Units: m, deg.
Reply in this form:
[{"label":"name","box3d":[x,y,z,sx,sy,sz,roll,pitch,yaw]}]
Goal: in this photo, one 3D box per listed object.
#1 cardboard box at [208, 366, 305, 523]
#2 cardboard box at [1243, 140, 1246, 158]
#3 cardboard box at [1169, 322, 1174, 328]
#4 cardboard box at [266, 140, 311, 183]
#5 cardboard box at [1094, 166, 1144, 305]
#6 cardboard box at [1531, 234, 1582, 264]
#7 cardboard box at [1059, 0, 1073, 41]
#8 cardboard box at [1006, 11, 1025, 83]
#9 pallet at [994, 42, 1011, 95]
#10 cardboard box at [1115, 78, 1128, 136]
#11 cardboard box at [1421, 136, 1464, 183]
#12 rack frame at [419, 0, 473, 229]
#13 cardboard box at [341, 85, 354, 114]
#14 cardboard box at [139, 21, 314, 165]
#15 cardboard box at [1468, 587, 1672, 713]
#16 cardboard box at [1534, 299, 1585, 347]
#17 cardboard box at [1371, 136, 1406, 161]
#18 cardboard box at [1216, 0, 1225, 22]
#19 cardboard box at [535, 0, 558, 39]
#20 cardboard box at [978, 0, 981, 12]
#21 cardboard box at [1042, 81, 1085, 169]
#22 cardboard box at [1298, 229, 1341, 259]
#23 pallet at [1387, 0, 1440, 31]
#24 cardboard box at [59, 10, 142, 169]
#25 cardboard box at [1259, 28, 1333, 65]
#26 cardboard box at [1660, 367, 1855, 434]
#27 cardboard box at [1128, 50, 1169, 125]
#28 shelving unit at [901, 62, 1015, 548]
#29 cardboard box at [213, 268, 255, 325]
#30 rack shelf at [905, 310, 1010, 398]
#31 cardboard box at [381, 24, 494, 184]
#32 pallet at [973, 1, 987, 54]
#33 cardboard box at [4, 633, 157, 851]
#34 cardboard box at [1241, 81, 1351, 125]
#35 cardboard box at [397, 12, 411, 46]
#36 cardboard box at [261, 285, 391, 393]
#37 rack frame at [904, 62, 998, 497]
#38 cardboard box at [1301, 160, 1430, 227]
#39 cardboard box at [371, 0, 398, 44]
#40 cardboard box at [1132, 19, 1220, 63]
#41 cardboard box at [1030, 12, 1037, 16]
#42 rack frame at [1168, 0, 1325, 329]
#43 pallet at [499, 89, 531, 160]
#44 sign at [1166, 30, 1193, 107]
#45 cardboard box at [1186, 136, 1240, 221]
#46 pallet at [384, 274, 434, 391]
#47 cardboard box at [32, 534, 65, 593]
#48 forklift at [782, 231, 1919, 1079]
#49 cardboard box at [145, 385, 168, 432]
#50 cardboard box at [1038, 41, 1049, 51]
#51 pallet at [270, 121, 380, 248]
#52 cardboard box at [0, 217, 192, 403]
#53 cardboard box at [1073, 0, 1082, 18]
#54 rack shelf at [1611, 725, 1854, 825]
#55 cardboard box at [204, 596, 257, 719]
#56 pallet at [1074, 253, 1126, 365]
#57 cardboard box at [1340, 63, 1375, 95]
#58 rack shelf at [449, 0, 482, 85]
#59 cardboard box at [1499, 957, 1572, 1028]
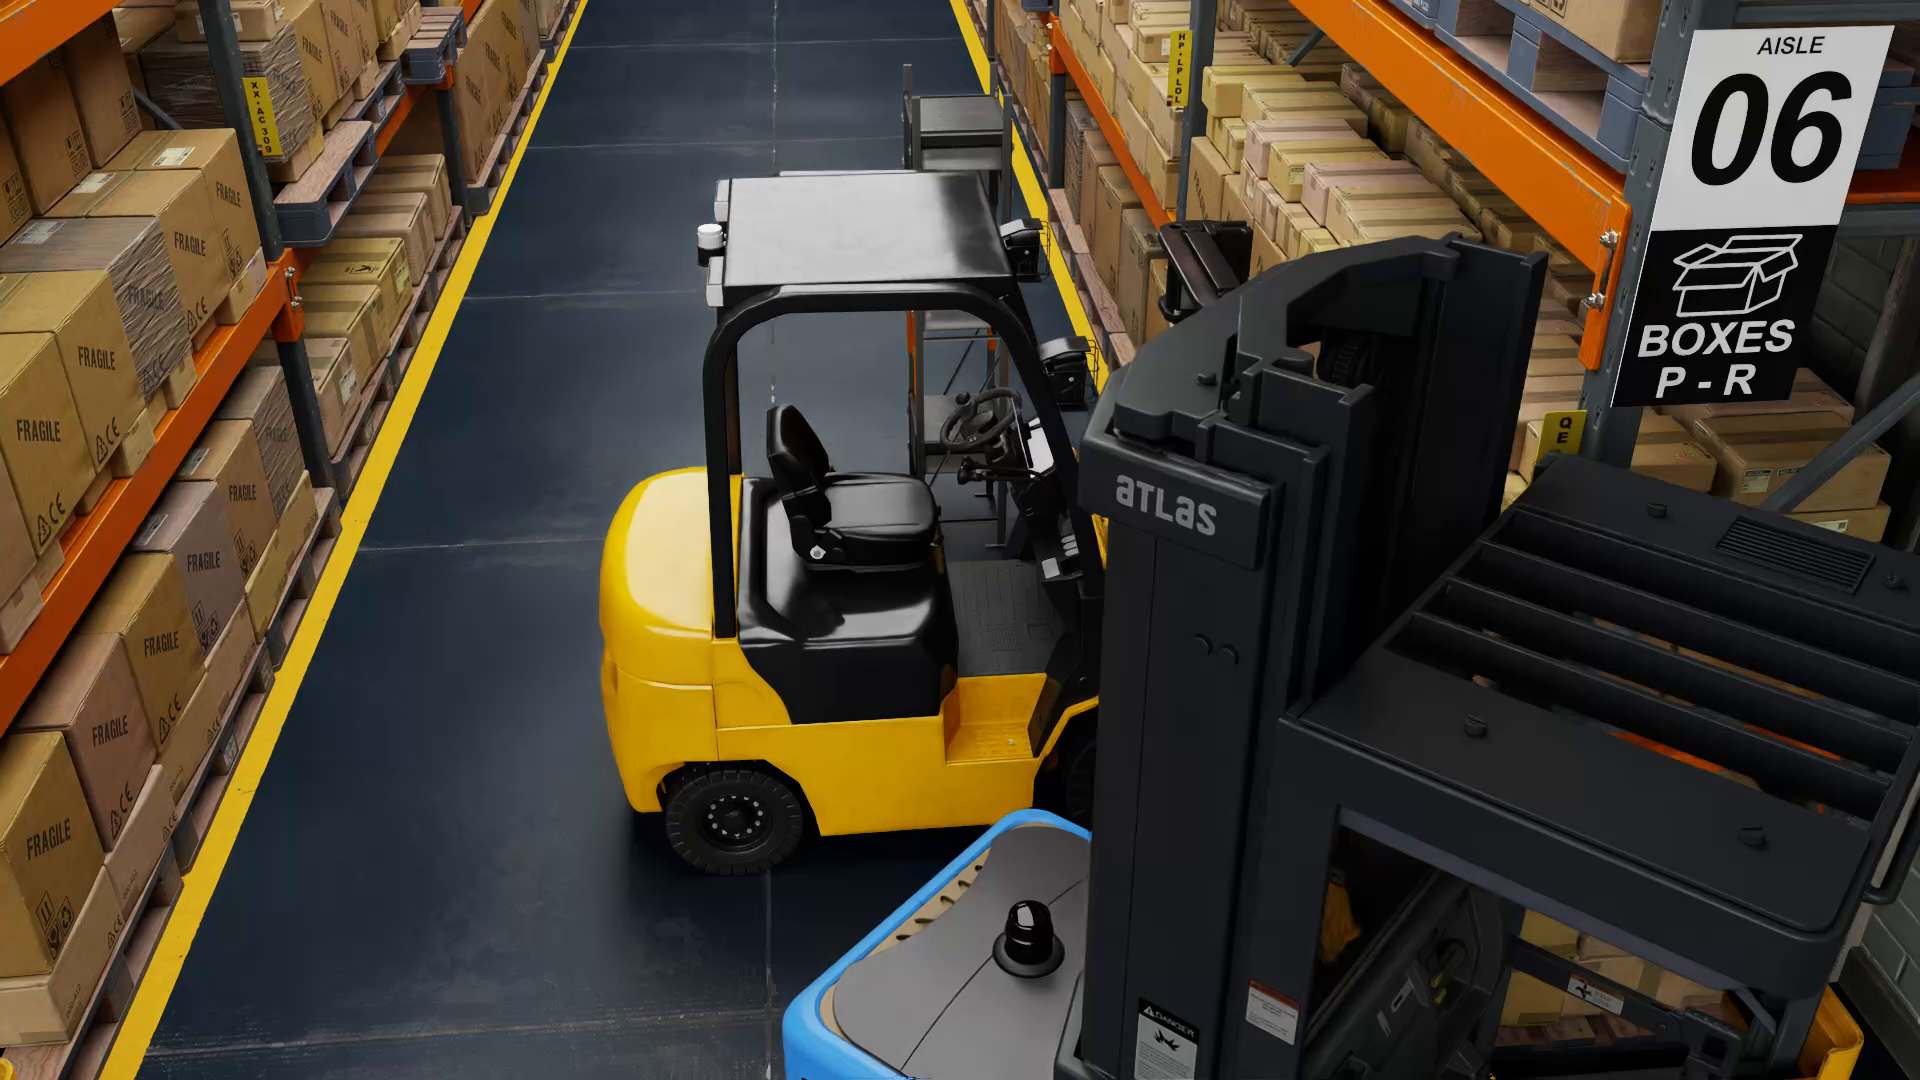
[{"label":"cardboard box","box3d":[-3.130,-0.395,7.027,0.500,0.500,0.500,-3,31,-5]},{"label":"cardboard box","box3d":[1.335,-1.485,6.581,0.380,0.149,0.250,-3,31,-5]},{"label":"cardboard box","box3d":[1.222,-0.770,7.410,0.500,0.250,0.500,-3,31,-5]},{"label":"cardboard box","box3d":[-3.189,-1.733,7.561,0.380,0.149,0.250,-2,31,-4]},{"label":"cardboard box","box3d":[1.293,-1.810,9.761,0.875,0.625,0.625,-4,31,-7]},{"label":"cardboard box","box3d":[2.031,-0.860,5.244,0.380,0.149,0.250,-3,31,-6]},{"label":"cardboard box","box3d":[0.914,-3.342,10.566,0.500,0.250,0.500,-3,31,-4]},{"label":"cardboard box","box3d":[0.665,-4.010,13.566,0.500,0.500,0.500,-4,31,-6]},{"label":"pallet","box3d":[0.856,-4.076,14.369,1.003,0.211,1.213,-3,31,-5]},{"label":"cardboard box","box3d":[1.114,-2.294,8.812,0.500,0.250,0.500,-3,31,-4]},{"label":"cardboard box","box3d":[1.930,-1.380,6.116,0.380,0.149,0.250,-3,31,-5]},{"label":"rack frame","box3d":[-3.826,-3.405,10.526,1.000,3.000,0.127,-3,31,-5]},{"label":"cardboard box","box3d":[-3.310,-2.261,8.446,0.380,0.149,0.250,-3,31,-4]},{"label":"cardboard box","box3d":[-3.210,-1.967,7.321,0.500,0.500,0.500,-2,31,-3]},{"label":"cardboard box","box3d":[1.556,0.158,4.463,0.500,0.500,0.500,-3,31,-6]},{"label":"cardboard box","box3d":[1.565,-0.570,4.758,0.380,0.149,0.250,-3,31,-4]},{"label":"cardboard box","box3d":[1.850,-1.511,6.624,0.380,0.149,0.250,-2,31,-3]},{"label":"cardboard box","box3d":[1.574,-2.894,8.940,0.380,0.149,0.250,-2,31,-4]},{"label":"cardboard box","box3d":[-4.151,-4.853,15.039,0.875,0.438,0.875,-3,31,-5]},{"label":"cardboard box","box3d":[0.364,-5.146,15.697,0.396,0.266,0.258,-2,31,-3]},{"label":"cardboard box","box3d":[0.862,-2.958,11.804,0.500,0.500,0.500,-2,31,-3]},{"label":"cardboard box","box3d":[1.382,-0.958,5.699,0.380,0.149,0.250,-3,31,-6]},{"label":"pallet","box3d":[1.706,-1.797,4.994,1.003,0.211,1.213,-3,31,-5]},{"label":"cardboard box","box3d":[-3.627,-1.728,6.355,0.700,0.500,0.500,-3,31,-5]},{"label":"cardboard box","box3d":[1.675,-2.381,8.081,0.380,0.149,0.250,-3,31,-5]},{"label":"cardboard box","box3d":[2.082,-0.330,4.357,0.380,0.149,0.250,-2,31,-3]},{"label":"cardboard box","box3d":[1.134,-2.254,8.256,0.500,0.250,0.500,-4,31,-6]},{"label":"shelving unit","box3d":[-0.015,-0.986,7.353,0.431,2.100,0.503,-3,31,-5]},{"label":"cardboard box","box3d":[-3.088,-0.978,6.708,0.380,0.149,0.250,-2,31,-3]},{"label":"rack shelf","box3d":[-0.015,-0.974,7.360,0.431,0.518,0.480,-3,31,-5]},{"label":"cardboard box","box3d":[-3.808,-3.030,11.560,0.875,0.875,0.875,-3,31,-5]},{"label":"pallet","box3d":[0.679,-4.840,15.648,1.003,0.211,1.213,-3,31,-5]},{"label":"cardboard box","box3d":[-2.934,0.654,5.271,0.500,0.500,0.500,-4,31,-6]},{"label":"cardboard box","box3d":[1.356,-1.746,6.728,0.380,0.149,0.250,-2,31,-4]},{"label":"cardboard box","box3d":[-3.380,-2.933,9.570,0.380,0.149,0.250,-4,31,-7]},{"label":"cardboard box","box3d":[-3.574,-1.050,8.735,0.950,0.372,0.625,-1,31,-1]},{"label":"rack frame","box3d":[-0.038,-1.111,7.562,0.400,2.100,0.015,-3,31,-5]},{"label":"cardboard box","box3d":[1.423,-1.221,5.849,0.380,0.149,0.250,-3,31,-5]},{"label":"cardboard box","box3d":[-3.399,-3.016,9.077,0.500,0.500,0.500,-5,31,-8]},{"label":"cardboard box","box3d":[1.067,-2.474,8.237,0.380,0.149,0.250,-4,31,-6]},{"label":"cardboard box","box3d":[0.749,-4.077,13.045,0.380,0.149,0.250,-3,31,-4]},{"label":"rack frame","box3d":[1.490,-1.603,7.508,1.000,3.000,0.127,-3,31,-5]},{"label":"pallet","box3d":[-3.935,-3.235,12.961,1.003,0.211,1.213,-3,31,-5]},{"label":"sign","box3d":[0.950,-2.035,7.179,0.100,0.325,0.005,-3,31,-5]},{"label":"cardboard box","box3d":[1.271,-1.406,7.082,0.500,0.500,0.500,-4,31,-6]},{"label":"pallet","box3d":[-3.643,-1.187,9.532,1.003,0.211,1.213,-3,31,-5]},{"label":"cardboard box","box3d":[-2.921,0.074,4.946,0.380,0.149,0.250,-2,31,-3]},{"label":"forklift","box3d":[1.045,1.021,3.182,3.031,2.935,1.130,22,37,32]},{"label":"cardboard box","box3d":[-3.026,-0.455,5.831,0.380,0.149,0.250,-3,31,-5]},{"label":"cardboard box","box3d":[0.781,-3.545,12.155,0.380,0.149,0.250,-4,31,-6]},{"label":"pallet","box3d":[-3.379,-1.678,7.821,1.003,0.211,1.213,-3,31,-5]},{"label":"cardboard box","box3d":[-3.055,-0.791,5.762,0.500,0.500,0.500,-2,31,-3]},{"label":"cardboard box","box3d":[0.960,-3.301,10.010,0.500,0.250,0.500,-2,31,-3]},{"label":"rack shelf","box3d":[1.676,-0.273,5.983,1.077,0.370,4.000,-3,31,-5]},{"label":"cardboard box","box3d":[-3.027,0.458,6.331,0.500,0.250,0.500,-2,31,-4]},{"label":"pallet","box3d":[1.265,-1.404,9.895,1.003,0.211,1.213,-3,31,-5]},{"label":"cardboard box","box3d":[1.820,-1.903,6.991,0.380,0.149,0.250,-3,31,-4]},{"label":"rack shelf","box3d":[-4.013,-4.117,12.420,1.077,0.370,4.000,-3,31,-5]},{"label":"cardboard box","box3d":[1.505,1.215,5.063,0.500,0.250,0.500,-3,31,-4]}]
